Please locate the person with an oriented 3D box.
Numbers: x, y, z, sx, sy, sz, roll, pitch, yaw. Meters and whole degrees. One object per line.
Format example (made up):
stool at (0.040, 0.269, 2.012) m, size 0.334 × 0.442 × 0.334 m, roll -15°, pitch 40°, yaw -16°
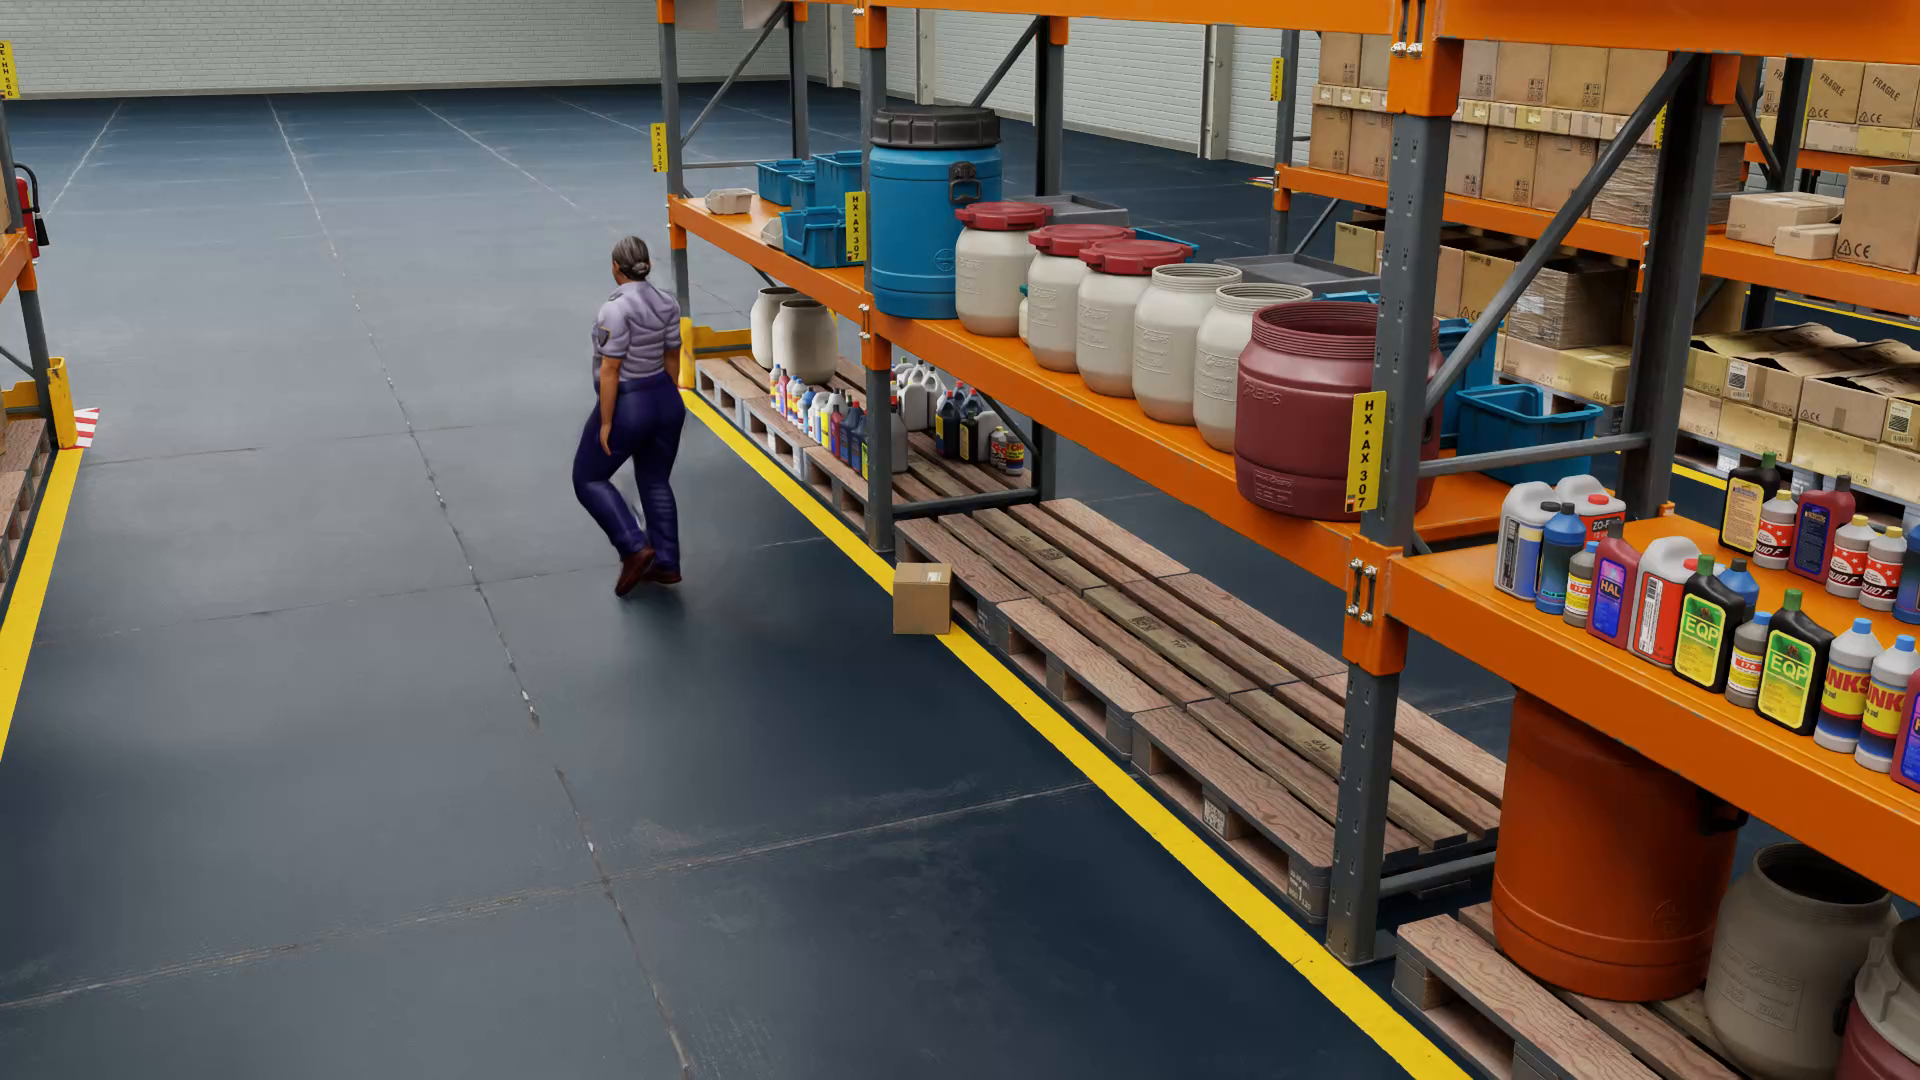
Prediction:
person at (-1.525, -0.567, 7.722) m, size 0.429 × 1.661 × 0.508 m, roll 14°, pitch 23°, yaw 35°
